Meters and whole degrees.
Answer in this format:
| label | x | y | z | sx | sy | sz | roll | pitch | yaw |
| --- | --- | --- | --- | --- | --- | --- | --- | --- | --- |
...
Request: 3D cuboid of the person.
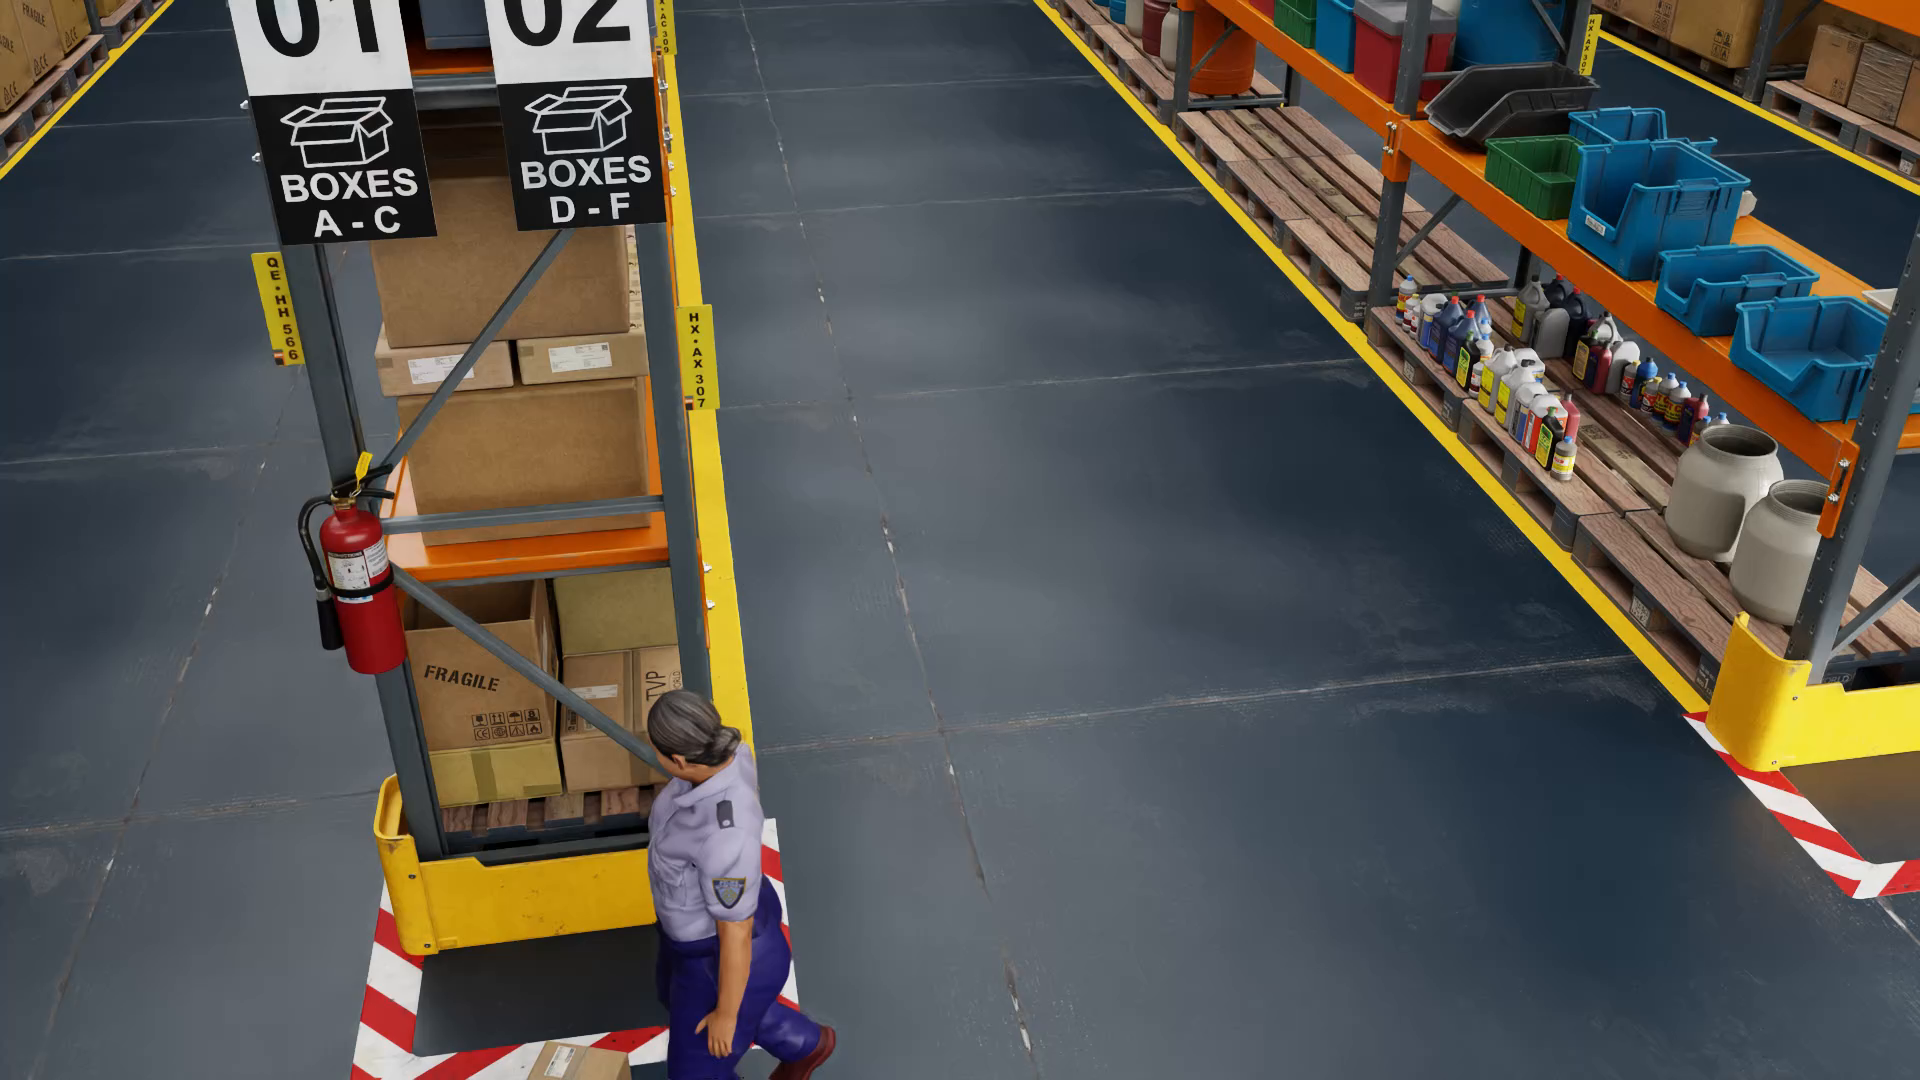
| label | x | y | z | sx | sy | sz | roll | pitch | yaw |
| --- | --- | --- | --- | --- | --- | --- | --- | --- | --- |
| person | -0.615 | 1.064 | 4.369 | 0.589 | 1.630 | 0.543 | -6 | 31 | -10 |
